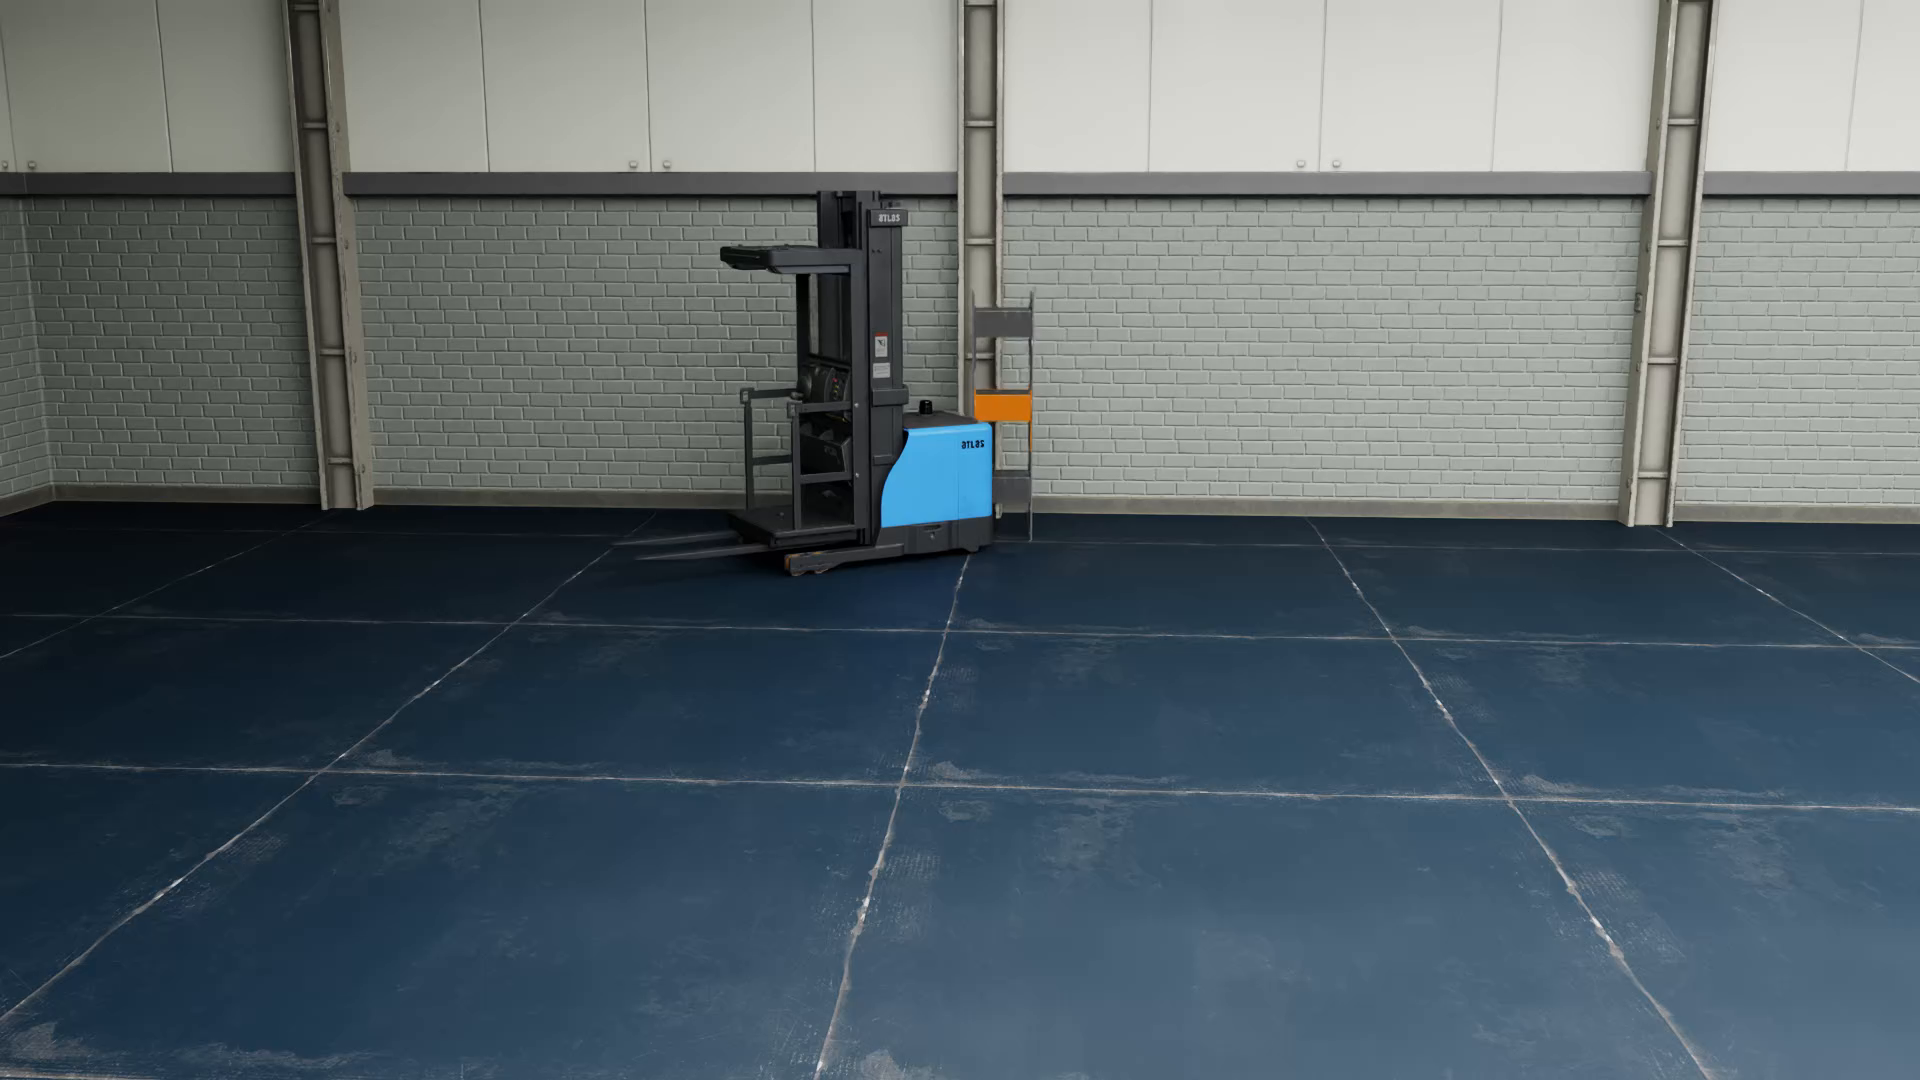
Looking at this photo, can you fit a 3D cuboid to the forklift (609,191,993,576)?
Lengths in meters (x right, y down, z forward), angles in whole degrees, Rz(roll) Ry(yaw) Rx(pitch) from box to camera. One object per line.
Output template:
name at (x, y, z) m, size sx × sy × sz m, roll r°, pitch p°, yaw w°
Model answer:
forklift at (-1.266, -1.279, 13.223) m, size 3.031 × 2.935 × 1.130 m, roll -6°, pitch 13°, yaw -28°

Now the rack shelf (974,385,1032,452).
rack shelf at (0.359, -1.039, 14.174) m, size 0.480 × 0.518 × 0.431 m, roll 0°, pitch 12°, yaw 0°

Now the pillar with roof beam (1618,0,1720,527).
pillar with roof beam at (5.884, -3.677, 9.867) m, size 0.400 × 9.000 × 9.100 m, roll 1°, pitch 12°, yaw 4°

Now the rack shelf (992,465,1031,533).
rack shelf at (0.359, -0.354, 14.317) m, size 0.480 × 0.518 × 0.431 m, roll 0°, pitch 12°, yaw 0°

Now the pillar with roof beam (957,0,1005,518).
pillar with roof beam at (-0.103, -3.759, 10.259) m, size 0.400 × 9.000 × 9.100 m, roll 1°, pitch 12°, yaw 4°

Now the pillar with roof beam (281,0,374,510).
pillar with roof beam at (-6.089, -3.841, 10.652) m, size 0.400 × 9.000 × 9.100 m, roll 1°, pitch 12°, yaw 4°

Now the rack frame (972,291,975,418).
rack frame at (0.115, -1.052, 14.169) m, size 0.015 × 2.100 × 0.400 m, roll 0°, pitch 12°, yaw 0°

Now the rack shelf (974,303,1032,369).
rack shelf at (0.359, -1.724, 14.031) m, size 0.480 × 0.518 × 0.431 m, roll 0°, pitch 12°, yaw 0°

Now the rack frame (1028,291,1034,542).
rack frame at (0.603, -1.053, 14.173) m, size 0.015 × 2.100 × 0.400 m, roll 0°, pitch 12°, yaw 0°

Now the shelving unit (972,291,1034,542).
shelving unit at (0.359, -1.052, 14.171) m, size 0.503 × 2.100 × 0.431 m, roll 0°, pitch 12°, yaw 0°
